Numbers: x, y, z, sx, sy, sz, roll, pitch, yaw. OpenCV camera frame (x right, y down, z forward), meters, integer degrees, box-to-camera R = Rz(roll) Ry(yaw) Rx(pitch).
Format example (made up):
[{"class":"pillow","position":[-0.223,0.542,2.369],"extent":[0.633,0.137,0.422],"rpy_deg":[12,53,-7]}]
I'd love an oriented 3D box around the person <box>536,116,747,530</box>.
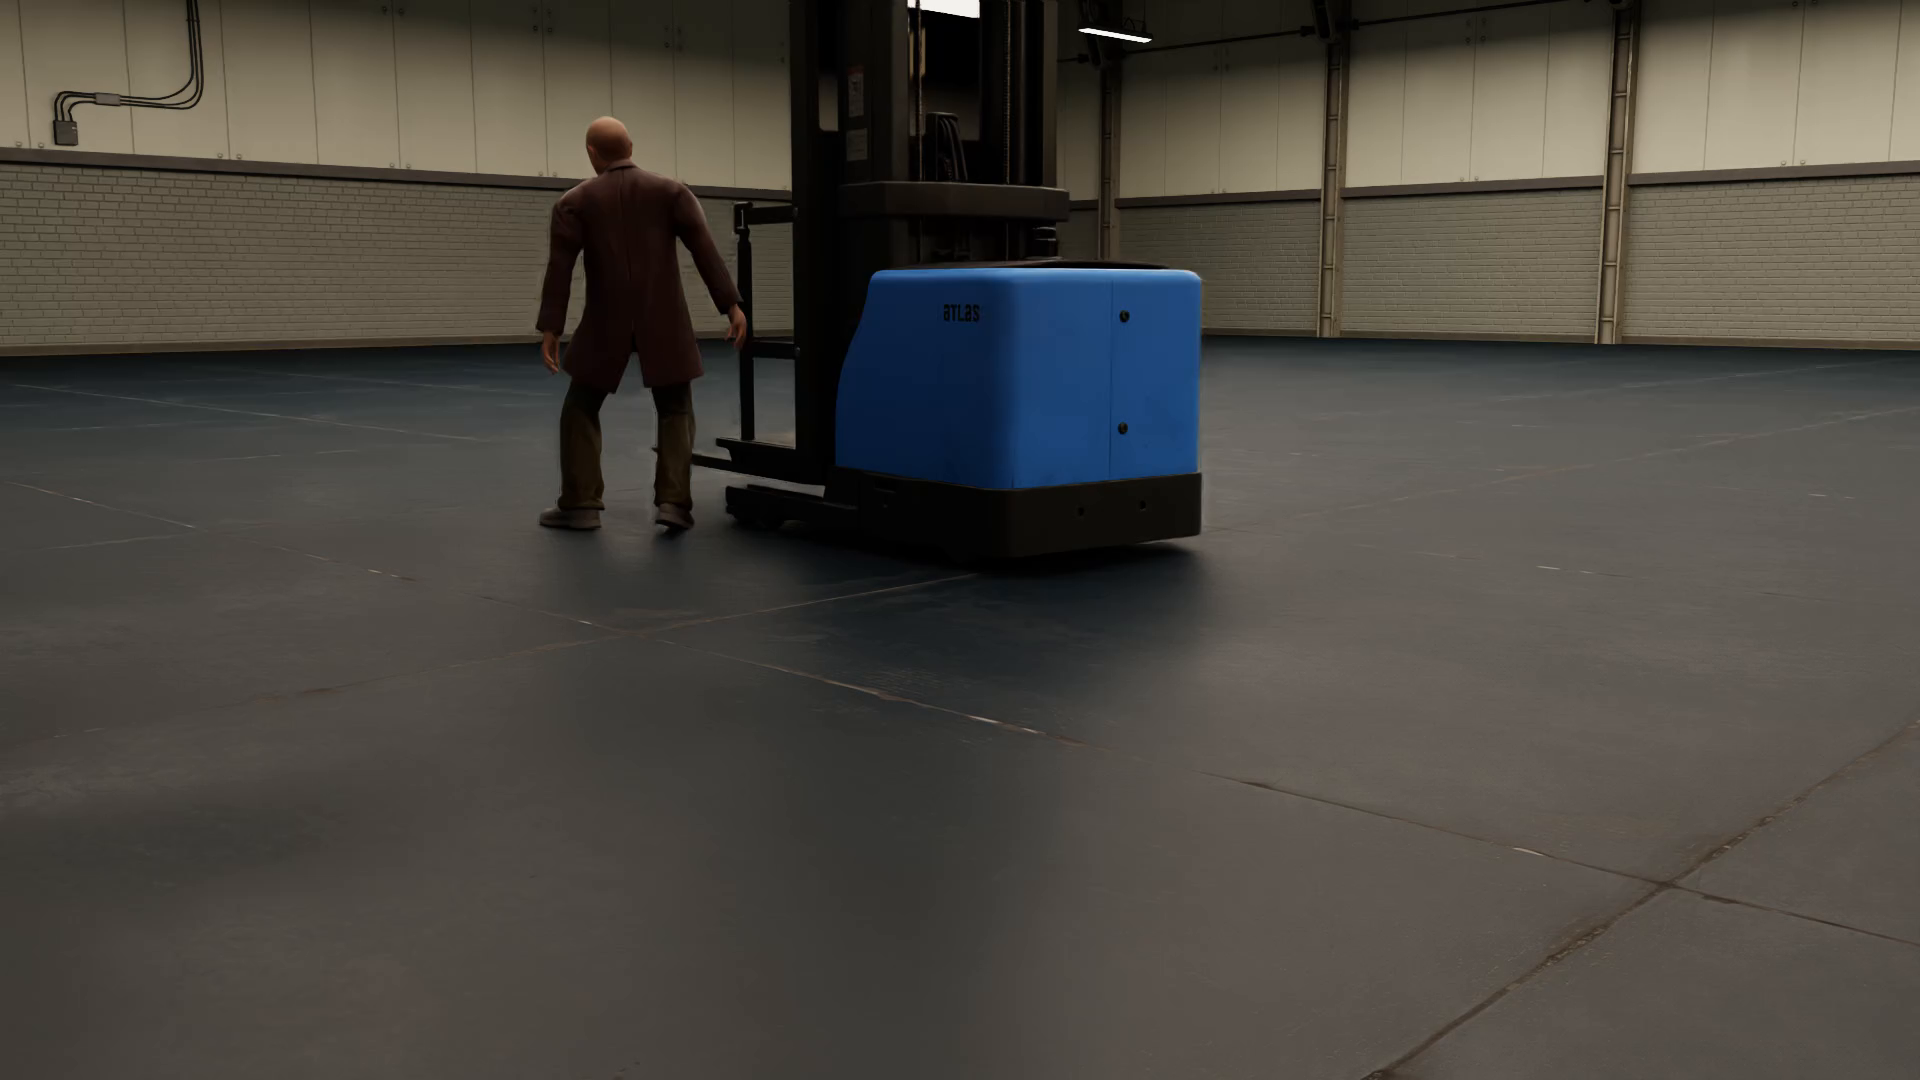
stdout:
[{"class":"person","position":[-1.348,-0.886,6.951],"extent":[0.916,1.736,0.553],"rpy_deg":[-1,9,-4]}]

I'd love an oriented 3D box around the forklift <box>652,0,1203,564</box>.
[{"class":"forklift","position":[-0.357,-1.536,7.074],"extent":[1.130,2.935,3.031],"rpy_deg":[-6,11,-36]}]
